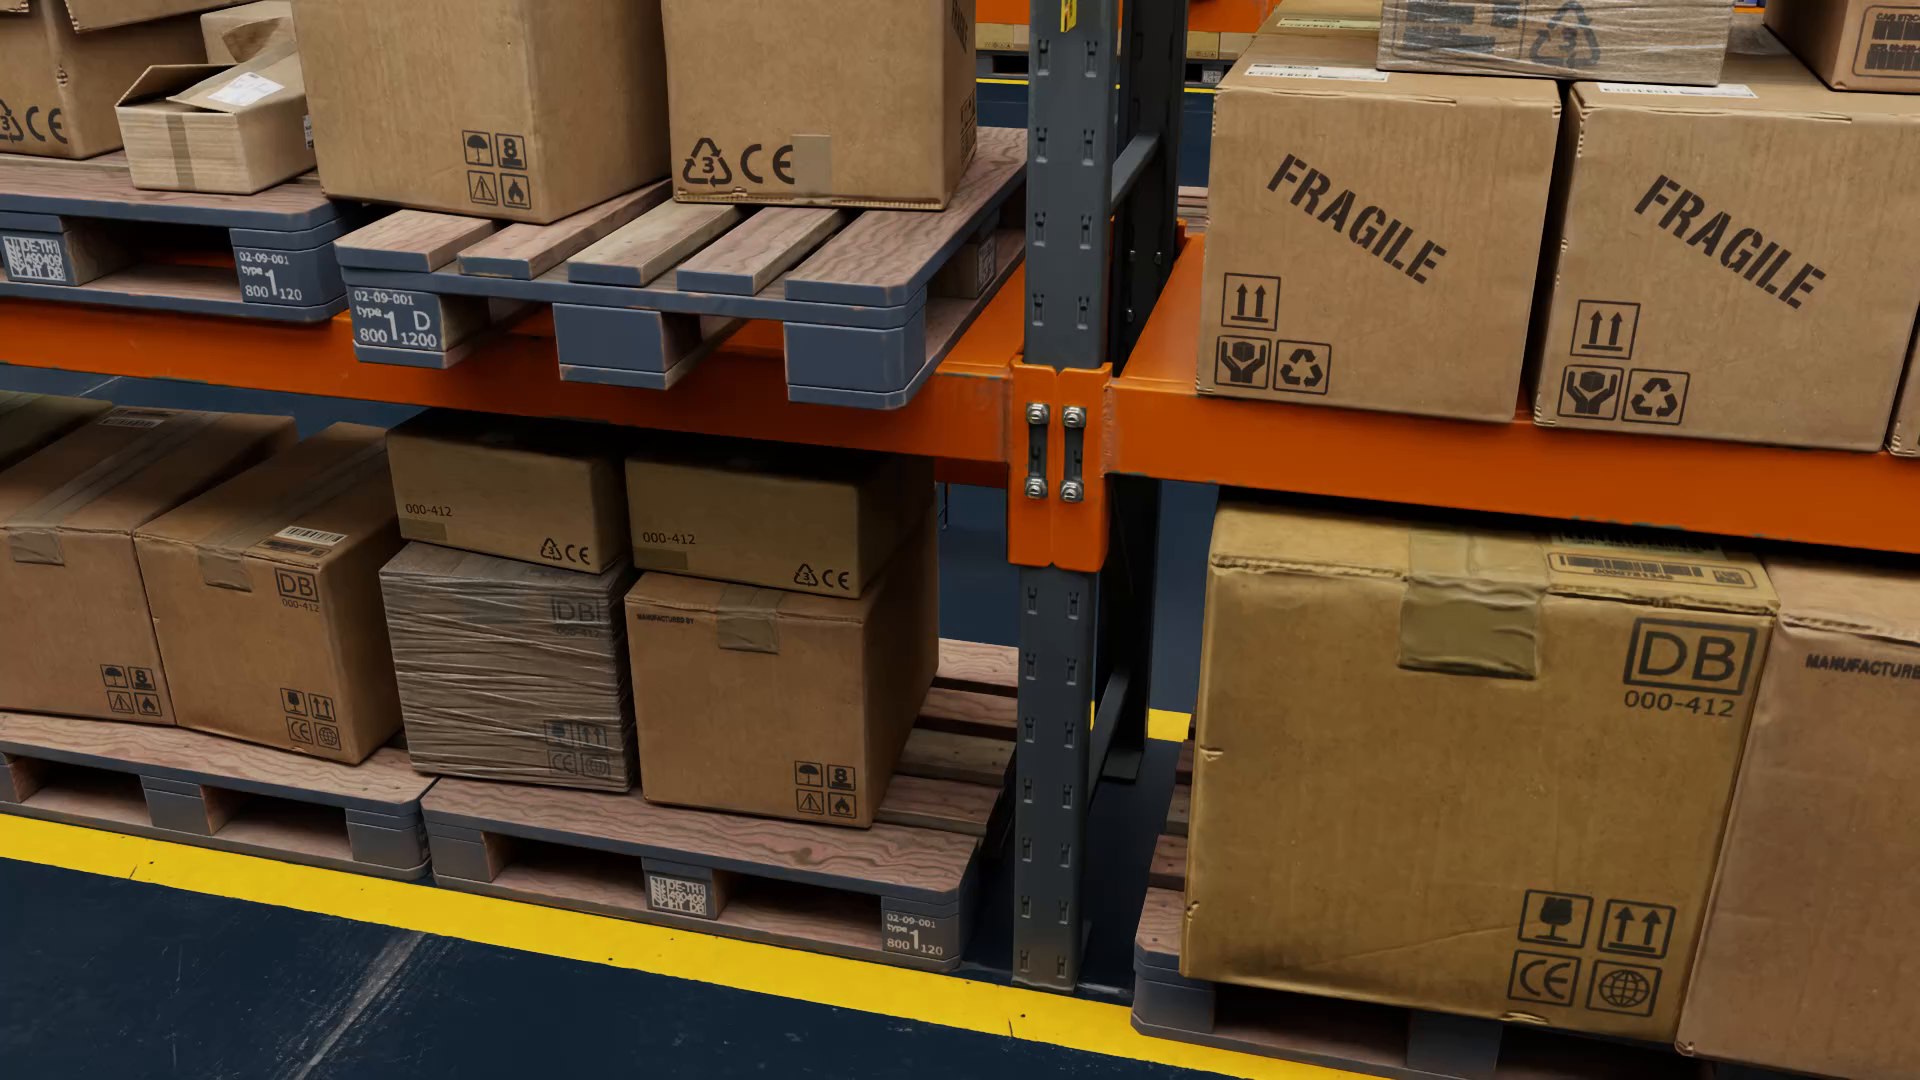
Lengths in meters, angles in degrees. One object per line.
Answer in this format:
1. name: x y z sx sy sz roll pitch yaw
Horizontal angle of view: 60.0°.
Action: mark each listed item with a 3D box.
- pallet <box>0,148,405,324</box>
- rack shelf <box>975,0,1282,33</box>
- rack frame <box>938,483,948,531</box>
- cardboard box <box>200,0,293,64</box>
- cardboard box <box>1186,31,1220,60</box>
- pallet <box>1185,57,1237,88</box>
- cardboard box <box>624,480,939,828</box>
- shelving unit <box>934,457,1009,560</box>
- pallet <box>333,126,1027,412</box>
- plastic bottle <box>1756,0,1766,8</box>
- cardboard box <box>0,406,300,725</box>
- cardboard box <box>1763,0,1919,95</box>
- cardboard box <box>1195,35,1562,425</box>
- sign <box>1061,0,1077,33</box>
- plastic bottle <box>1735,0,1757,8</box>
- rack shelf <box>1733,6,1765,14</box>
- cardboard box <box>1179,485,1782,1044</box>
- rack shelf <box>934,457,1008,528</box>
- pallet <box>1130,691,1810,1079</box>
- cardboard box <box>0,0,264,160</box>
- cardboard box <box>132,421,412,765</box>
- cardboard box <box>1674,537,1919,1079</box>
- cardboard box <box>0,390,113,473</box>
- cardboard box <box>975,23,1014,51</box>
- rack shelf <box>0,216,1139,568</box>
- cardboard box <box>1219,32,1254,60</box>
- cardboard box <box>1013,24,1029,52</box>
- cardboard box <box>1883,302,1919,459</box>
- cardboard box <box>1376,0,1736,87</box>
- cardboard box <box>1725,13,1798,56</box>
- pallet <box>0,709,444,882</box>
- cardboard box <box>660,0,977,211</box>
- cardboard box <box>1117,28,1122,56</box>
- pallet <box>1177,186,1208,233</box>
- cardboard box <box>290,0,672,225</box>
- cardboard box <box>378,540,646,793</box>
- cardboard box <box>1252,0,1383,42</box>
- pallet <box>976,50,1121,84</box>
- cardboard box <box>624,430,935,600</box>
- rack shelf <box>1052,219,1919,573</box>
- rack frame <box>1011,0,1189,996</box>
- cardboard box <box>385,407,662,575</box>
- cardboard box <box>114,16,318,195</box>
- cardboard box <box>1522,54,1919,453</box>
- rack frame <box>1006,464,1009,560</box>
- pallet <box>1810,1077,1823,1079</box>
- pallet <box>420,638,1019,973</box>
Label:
1. pallet: -1.638 -0.764 3.587 1.213 0.211 1.003 6 26 13
2. rack shelf: -0.414 -2.607 8.072 4.000 0.370 1.077 6 26 13
3. rack frame: -0.066 -0.481 5.040 0.008 1.050 0.200 6 26 13
4. cardboard box: -1.276 -1.052 3.657 0.500 0.250 0.500 6 26 12
5. cardboard box: 1.690 -3.736 12.317 0.500 0.250 0.500 6 26 12
6. pallet: 1.973 -3.624 12.617 1.213 0.211 1.003 6 26 13
7. cardboard box: -0.364 0.211 3.713 0.500 0.500 0.700 5 26 10
8. shelving unit: 0.052 -0.468 5.012 0.252 1.050 0.215 6 26 13
9. pallet: -0.427 -0.601 3.245 1.003 0.211 1.213 6 26 13
10. plastic bottle: 3.359 -2.347 6.747 0.185 0.351 0.144 6 26 13
11. cardboard box: -1.996 0.040 4.073 0.500 0.500 0.700 4 26 9
12. cardboard box: 1.624 -0.997 2.572 0.637 0.503 0.797 7 26 14
13. cardboard box: 0.693 -0.535 2.768 0.500 0.500 0.500 7 26 15
14. sign: 0.164 -0.915 2.428 0.005 0.325 0.100 6 26 13
15. plastic bottle: 3.205 -2.332 6.803 0.135 0.276 0.152 6 26 13
16. rack shelf: 3.460 -2.178 7.173 4.000 0.370 1.077 6 26 13
17. cardboard box: 0.953 0.197 3.330 0.875 0.875 1.225 5 26 11
18. rack shelf: 0.052 -0.208 5.136 0.240 0.259 0.215 6 26 13
19. pallet: 1.035 0.720 3.493 1.213 0.211 1.003 6 26 13
20. cardboard box: -1.882 -1.173 3.615 0.637 0.503 0.797 9 27 18
21. cardboard box: -1.455 0.099 3.948 0.500 0.500 0.700 9 27 17
22. cardboard box: 1.814 0.296 3.123 0.875 0.875 1.225 6 26 13
23. cardboard box: -2.538 -0.020 4.198 0.500 0.500 0.700 6 26 13
24. cardboard box: 0.213 -3.899 12.661 0.500 0.250 0.500 6 26 11
25. rack shelf: -1.647 -0.545 3.741 4.000 0.370 1.077 6 26 13
26. cardboard box: 2.190 -3.682 12.204 0.500 0.250 0.500 7 26 14
27. cardboard box: 0.705 -3.845 12.546 0.500 0.250 0.500 7 26 14
28. cardboard box: 1.690 -0.427 2.542 0.500 0.500 0.500 6 26 12
29. cardboard box: 0.994 -1.068 2.721 0.637 0.503 0.797 7 26 15
30. cardboard box: 1.311 -0.695 3.104 0.500 0.500 0.500 6 26 13
31. pallet: -1.645 0.388 4.189 1.213 0.211 1.003 6 26 13
32. cardboard box: -0.243 -0.931 3.112 0.500 0.500 0.500 3 26 7
33. cardboard box: 1.204 -3.791 12.433 0.500 0.250 0.500 7 26 14
34. pallet: 0.783 -1.557 8.275 1.213 0.211 1.003 6 26 13
35. cardboard box: -0.809 -0.949 3.150 0.500 0.500 0.700 10 27 21
36. cardboard box: -0.905 0.157 3.826 0.500 0.500 0.700 4 26 9
37. cardboard box: 0.829 -0.751 3.221 0.500 0.500 0.500 7 26 15
38. pallet: 0.795 -3.756 12.893 1.213 0.211 1.003 6 26 13
39. cardboard box: -0.367 -0.123 3.543 0.500 0.250 0.500 7 26 15
40. rack shelf: 2.227 -0.116 2.842 4.000 0.370 1.077 6 26 13
41. rack frame: 0.290 -0.655 3.137 0.127 3.000 1.000 6 26 13
42. cardboard box: -0.883 -0.176 3.653 0.500 0.250 0.500 9 27 19
43. cardboard box: -1.393 -0.850 3.214 0.258 0.266 0.396 6 26 12
44. cardboard box: 1.193 -0.481 2.654 0.500 0.500 0.500 6 26 12
45. rack frame: 0.170 -0.455 4.985 0.008 1.050 0.200 6 26 13
46. pallet: 2.212 0.851 3.217 1.213 0.211 1.003 6 26 13
47. pallet: -0.467 0.520 3.913 1.213 0.211 1.003 6 26 13
